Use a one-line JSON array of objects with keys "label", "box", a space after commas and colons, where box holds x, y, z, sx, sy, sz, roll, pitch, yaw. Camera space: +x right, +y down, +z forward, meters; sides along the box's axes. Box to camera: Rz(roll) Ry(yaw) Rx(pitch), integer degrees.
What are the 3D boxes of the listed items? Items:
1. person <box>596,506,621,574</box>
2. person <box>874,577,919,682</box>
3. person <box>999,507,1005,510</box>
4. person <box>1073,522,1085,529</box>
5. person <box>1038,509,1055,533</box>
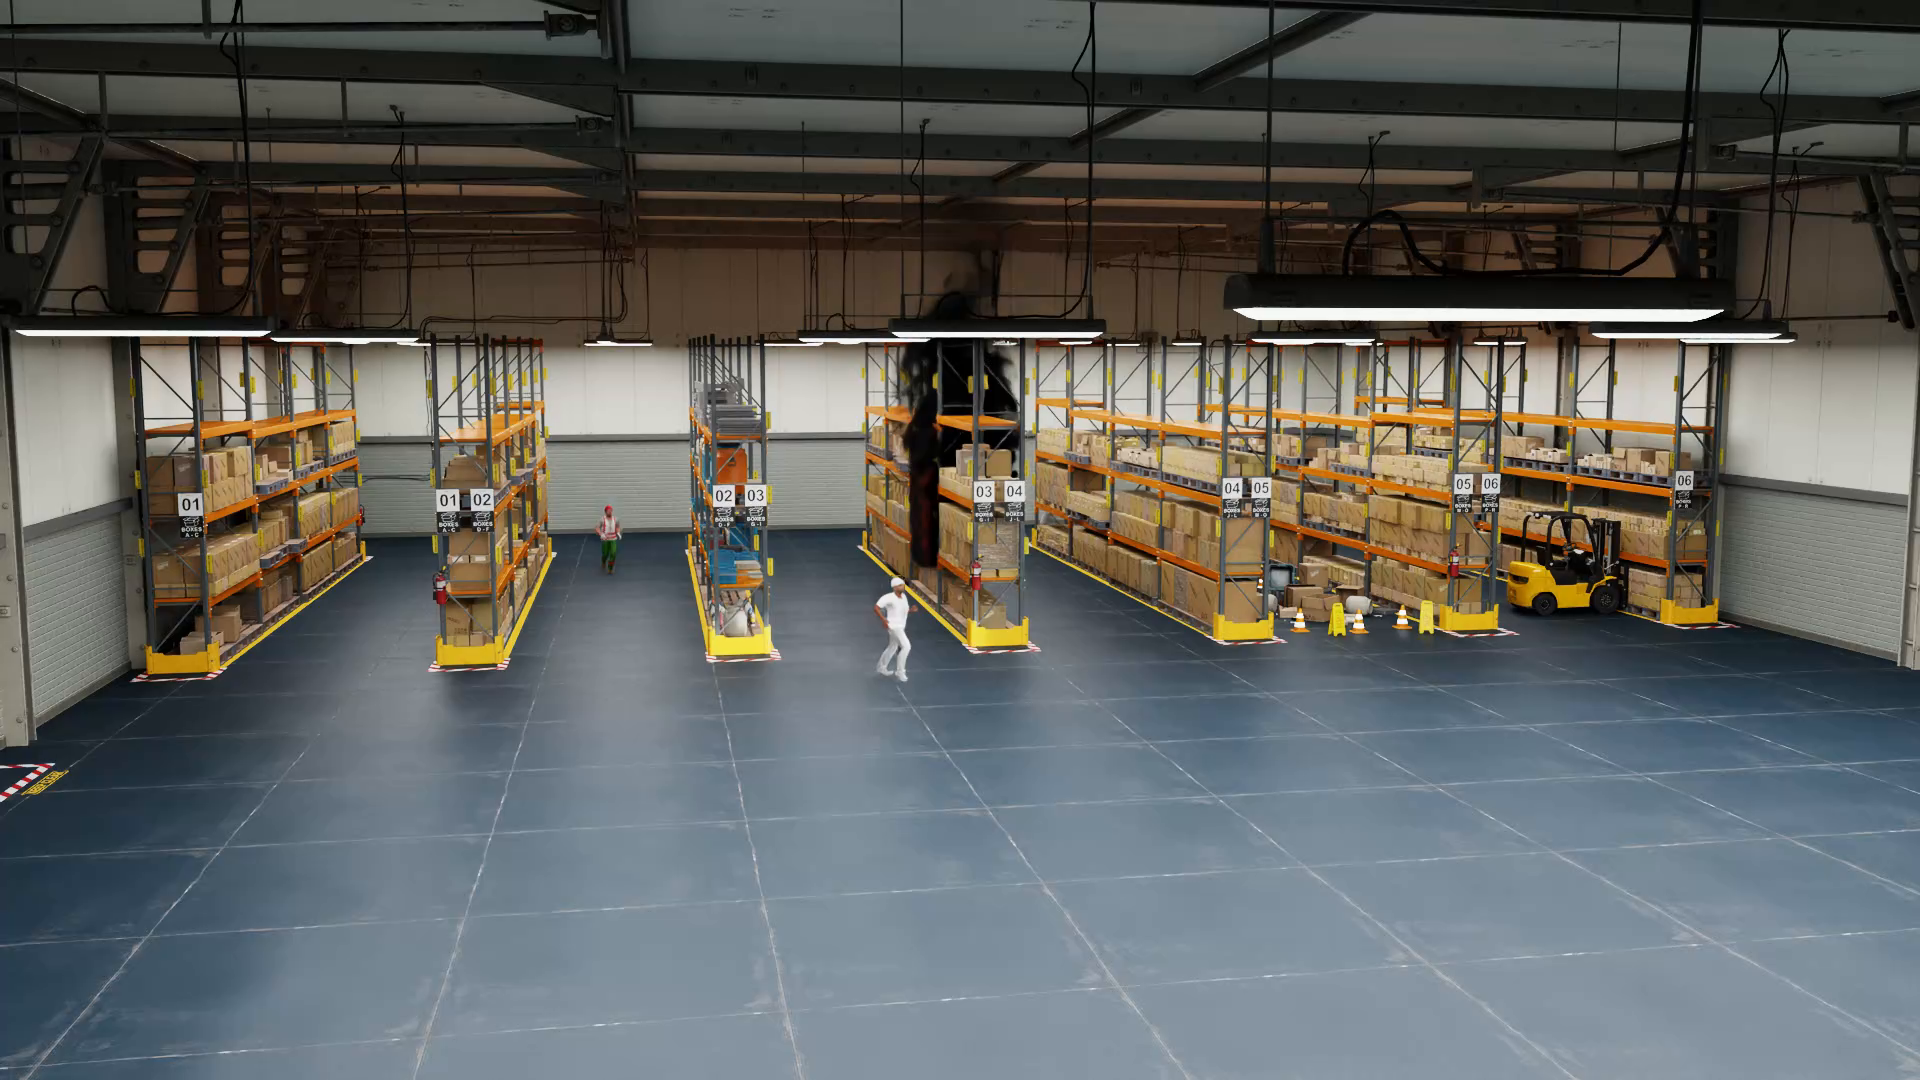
[{"label": "person", "box": [-8.972, -0.008, 42.492, 0.646, 1.743, 0.638, -3, 7, -26]}, {"label": "person", "box": [-1.101, 1.556, 28.927, 0.766, 1.834, 0.661, 3, 7, 22]}, {"label": "person", "box": [1.107, -0.674, 48.611, 0.610, 1.682, 0.890, 5, 8, 37]}, {"label": "person", "box": [3.517, -0.817, 49.628, 0.736, 1.729, 0.524, -6, 9, -43]}, {"label": "person", "box": [2.624, -0.786, 49.752, 0.884, 1.728, 0.589, -2, 7, -21]}]
